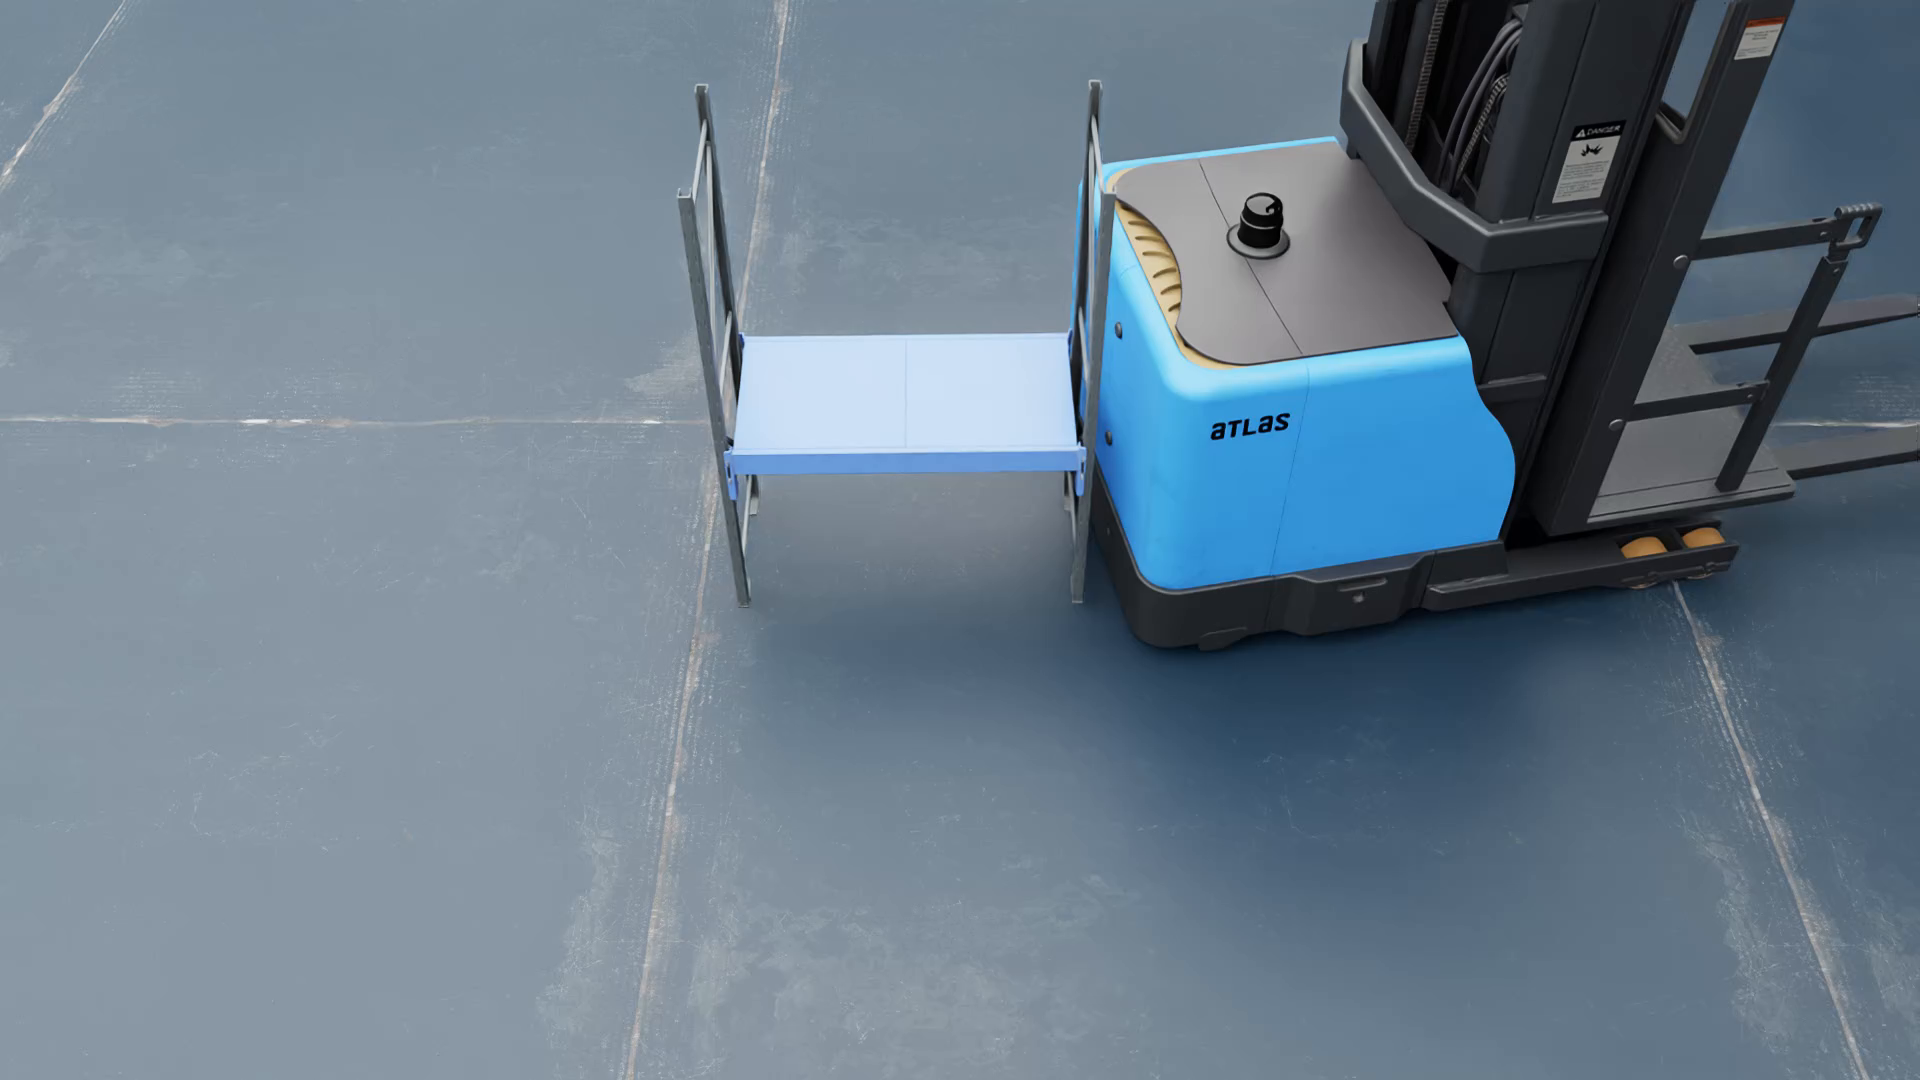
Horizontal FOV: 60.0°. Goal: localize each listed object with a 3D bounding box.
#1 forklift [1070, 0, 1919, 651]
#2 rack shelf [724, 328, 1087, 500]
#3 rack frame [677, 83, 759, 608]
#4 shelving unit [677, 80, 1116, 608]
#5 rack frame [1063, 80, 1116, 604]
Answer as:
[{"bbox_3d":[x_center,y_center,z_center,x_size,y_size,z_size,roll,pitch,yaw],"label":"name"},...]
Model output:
[{"bbox_3d":[1.899,-1.221,4.384,3.031,2.935,1.130,-9,48,-8],"label":"forklift"},{"bbox_3d":[-0.155,-0.370,4.816,1.000,0.185,0.538,-1,47,-1],"label":"rack shelf"},{"bbox_3d":[-0.663,-0.486,4.678,0.032,1.500,0.500,-1,47,-1],"label":"rack frame"},{"bbox_3d":[-0.155,-0.493,4.684,1.048,1.500,0.538,-1,47,-1],"label":"shelving unit"},{"bbox_3d":[0.354,-0.499,4.690,0.032,1.500,0.500,-1,47,-1],"label":"rack frame"}]
